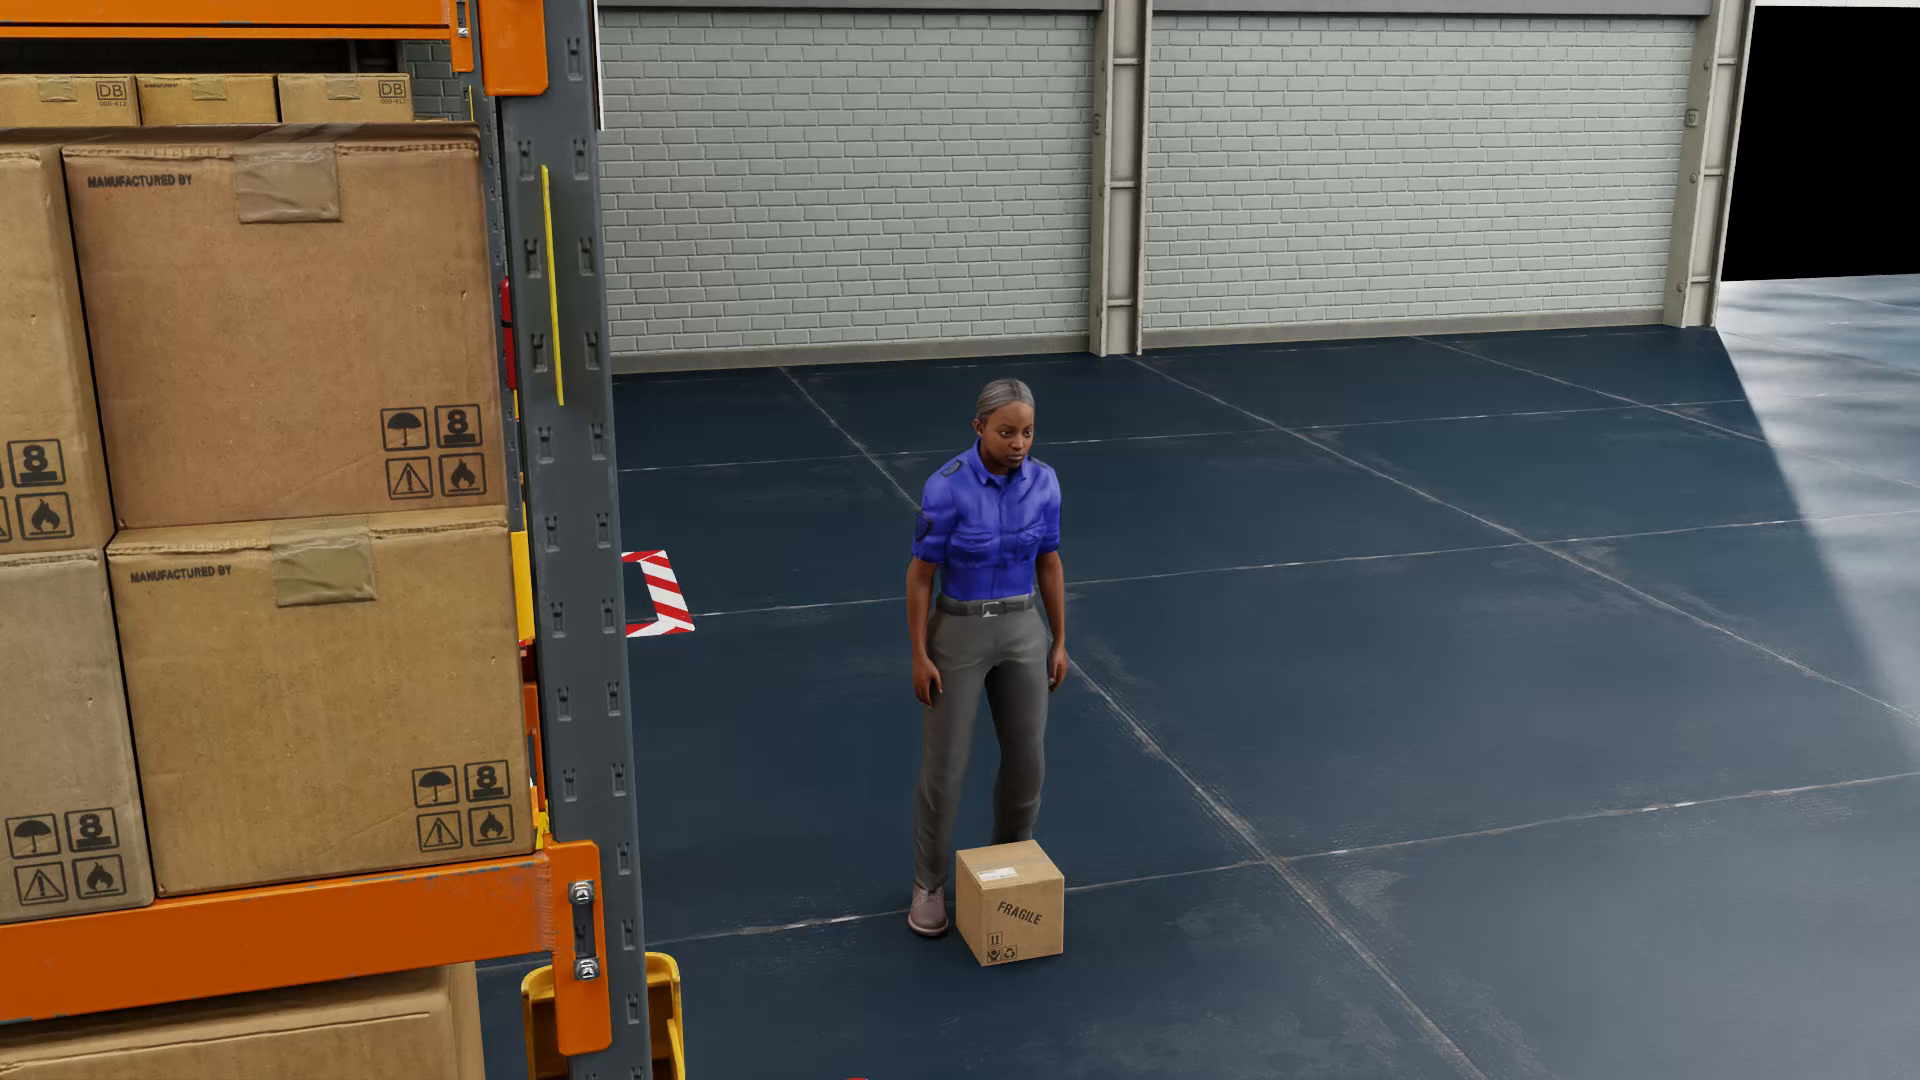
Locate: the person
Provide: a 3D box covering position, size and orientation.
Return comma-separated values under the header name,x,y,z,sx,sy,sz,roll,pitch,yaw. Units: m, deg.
name,x,y,z,sx,sy,sz,roll,pitch,yaw
person,0.073,0.328,4.908,0.530,1.654,0.352,-6,17,-19
